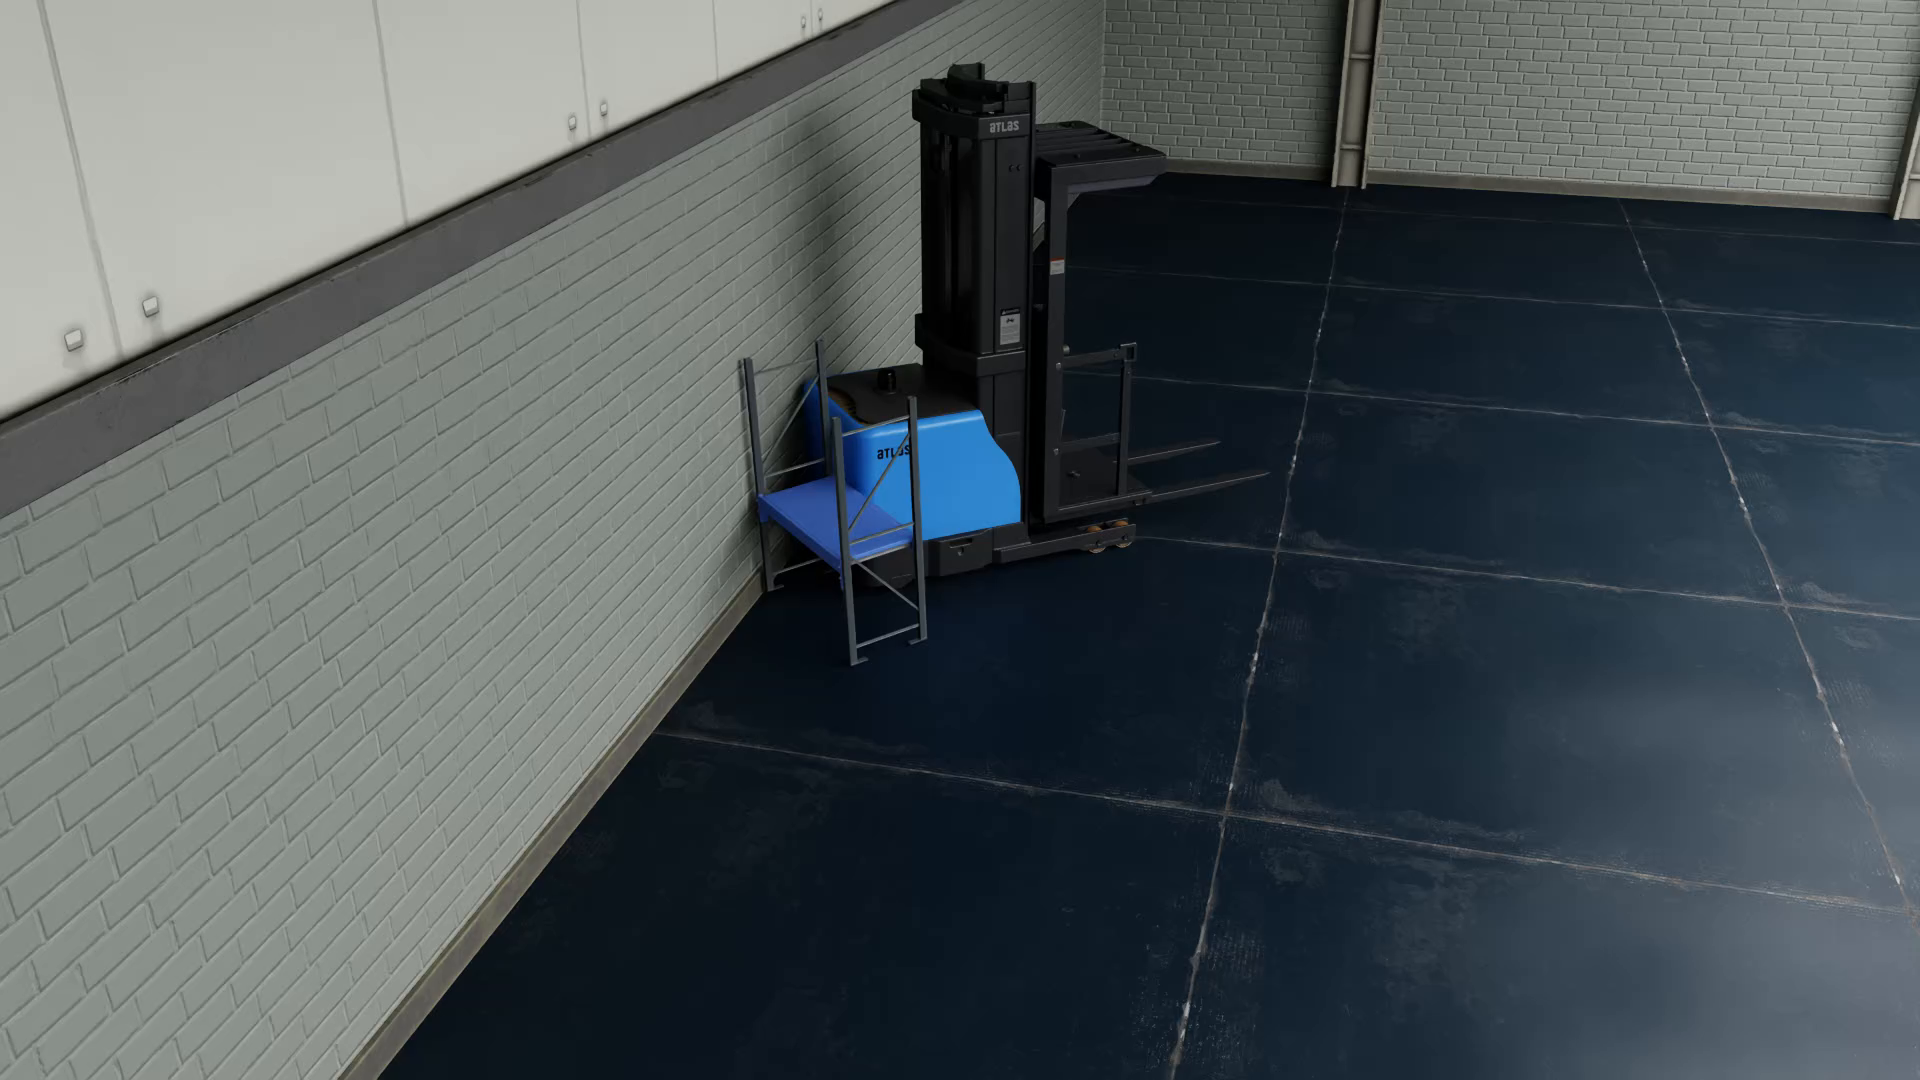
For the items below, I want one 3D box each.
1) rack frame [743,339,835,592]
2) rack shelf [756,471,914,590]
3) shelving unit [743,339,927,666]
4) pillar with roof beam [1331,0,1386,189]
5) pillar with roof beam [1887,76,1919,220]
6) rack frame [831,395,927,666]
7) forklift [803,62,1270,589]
[{"bbox_3d":[-0.979,-0.422,9.800,0.500,1.500,0.032,-18,32,-28],"label":"rack frame"},{"bbox_3d":[-0.698,-0.068,9.505,0.538,0.185,1.000,-18,32,-28],"label":"rack shelf"},{"bbox_3d":[-0.703,-0.227,9.420,0.538,1.500,1.048,-18,32,-28],"label":"shelving unit"},{"bbox_3d":[3.487,-6.441,13.809,0.400,9.000,9.100,6,26,13],"label":"pillar with roof beam"},{"bbox_3d":[9.298,-5.798,12.460,0.400,9.000,9.100,6,26,13],"label":"pillar with roof beam"},{"bbox_3d":[-0.428,-0.032,9.040,0.500,1.500,0.032,-18,32,-28],"label":"rack frame"},{"bbox_3d":[0.571,-1.436,10.356,3.031,2.935,1.130,-11,28,-22],"label":"forklift"}]
